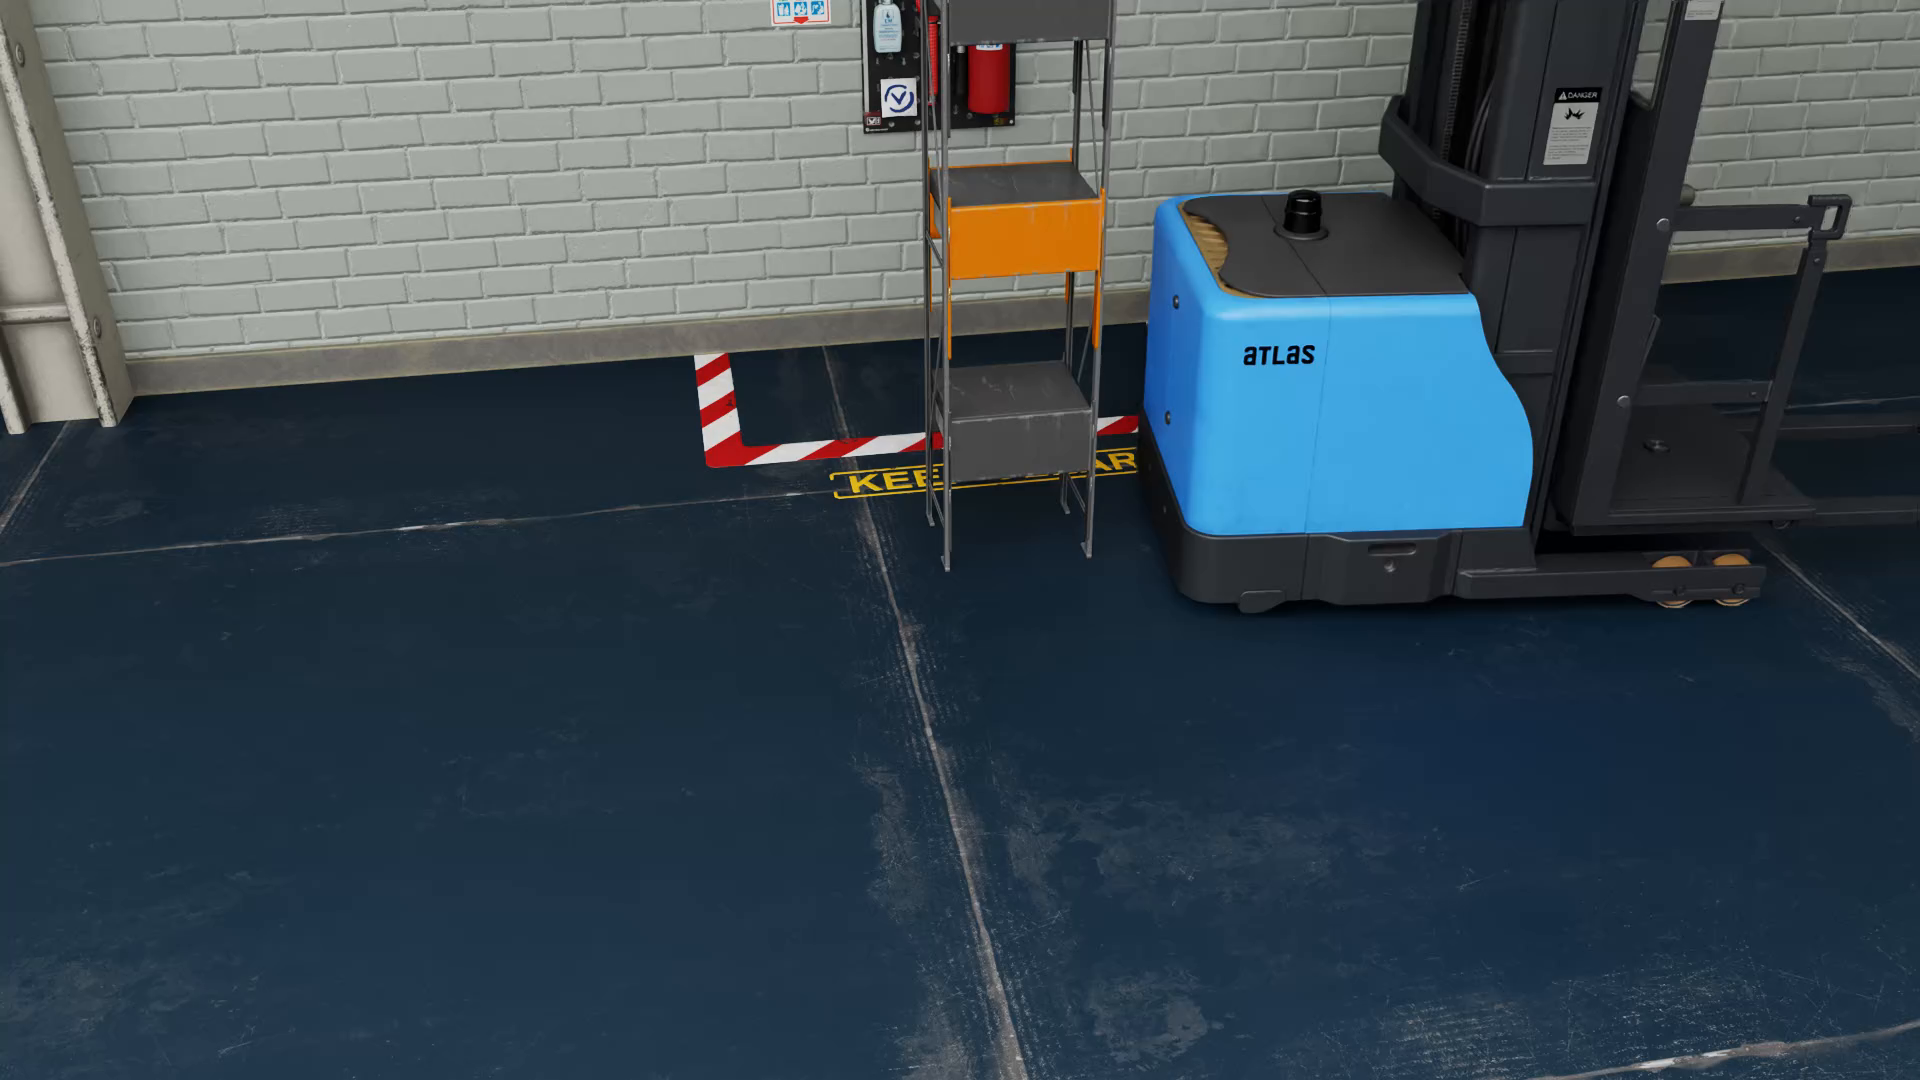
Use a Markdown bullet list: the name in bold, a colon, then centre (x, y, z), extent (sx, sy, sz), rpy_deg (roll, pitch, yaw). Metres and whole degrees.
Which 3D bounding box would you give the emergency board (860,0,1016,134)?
- **emergency board**: centre (-0.058, -2.139, 6.429), extent (0.643, 1.169, 0.194), rpy_deg (-5, 31, -9)

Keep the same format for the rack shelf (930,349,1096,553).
- **rack shelf**: centre (0.163, -0.305, 5.605), extent (0.480, 0.518, 0.431), rpy_deg (-5, 31, -9)

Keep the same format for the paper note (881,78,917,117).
- **paper note**: centre (-0.245, -1.778, 6.683), extent (0.142, 0.148, 0.016), rpy_deg (-5, 31, -9)

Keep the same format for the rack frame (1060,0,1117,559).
- **rack frame**: centre (0.403, -0.943, 5.281), extent (0.015, 2.100, 0.400), rpy_deg (-5, 31, -9)

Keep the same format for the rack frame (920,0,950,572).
- **rack frame**: centre (-0.077, -0.898, 5.206), extent (0.015, 2.100, 0.400), rpy_deg (-5, 31, -9)

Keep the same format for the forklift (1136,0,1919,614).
- **forklift**: centre (2.182, -1.310, 5.087), extent (3.031, 2.935, 1.130), rpy_deg (-2, 31, -3)

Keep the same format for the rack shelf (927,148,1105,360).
- **rack shelf**: centre (0.163, -0.908, 5.250), extent (0.480, 0.518, 0.431), rpy_deg (-5, 31, -9)

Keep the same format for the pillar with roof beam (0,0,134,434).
- **pillar with roof beam**: centre (-2.747, -2.238, 0.678), extent (0.400, 9.000, 9.100), rpy_deg (-5, 31, -9)

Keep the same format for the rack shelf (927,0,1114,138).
- **rack shelf**: centre (0.163, -1.512, 4.896), extent (0.480, 0.518, 0.431), rpy_deg (-5, 31, -9)

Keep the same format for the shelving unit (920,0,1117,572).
- **shelving unit**: centre (0.163, -0.920, 5.244), extent (0.503, 2.100, 0.431), rpy_deg (-5, 31, -9)

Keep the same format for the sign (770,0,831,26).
- **sign**: centre (-0.620, -2.156, 6.422), extent (0.234, 0.329, 0.001), rpy_deg (-5, 31, -9)
